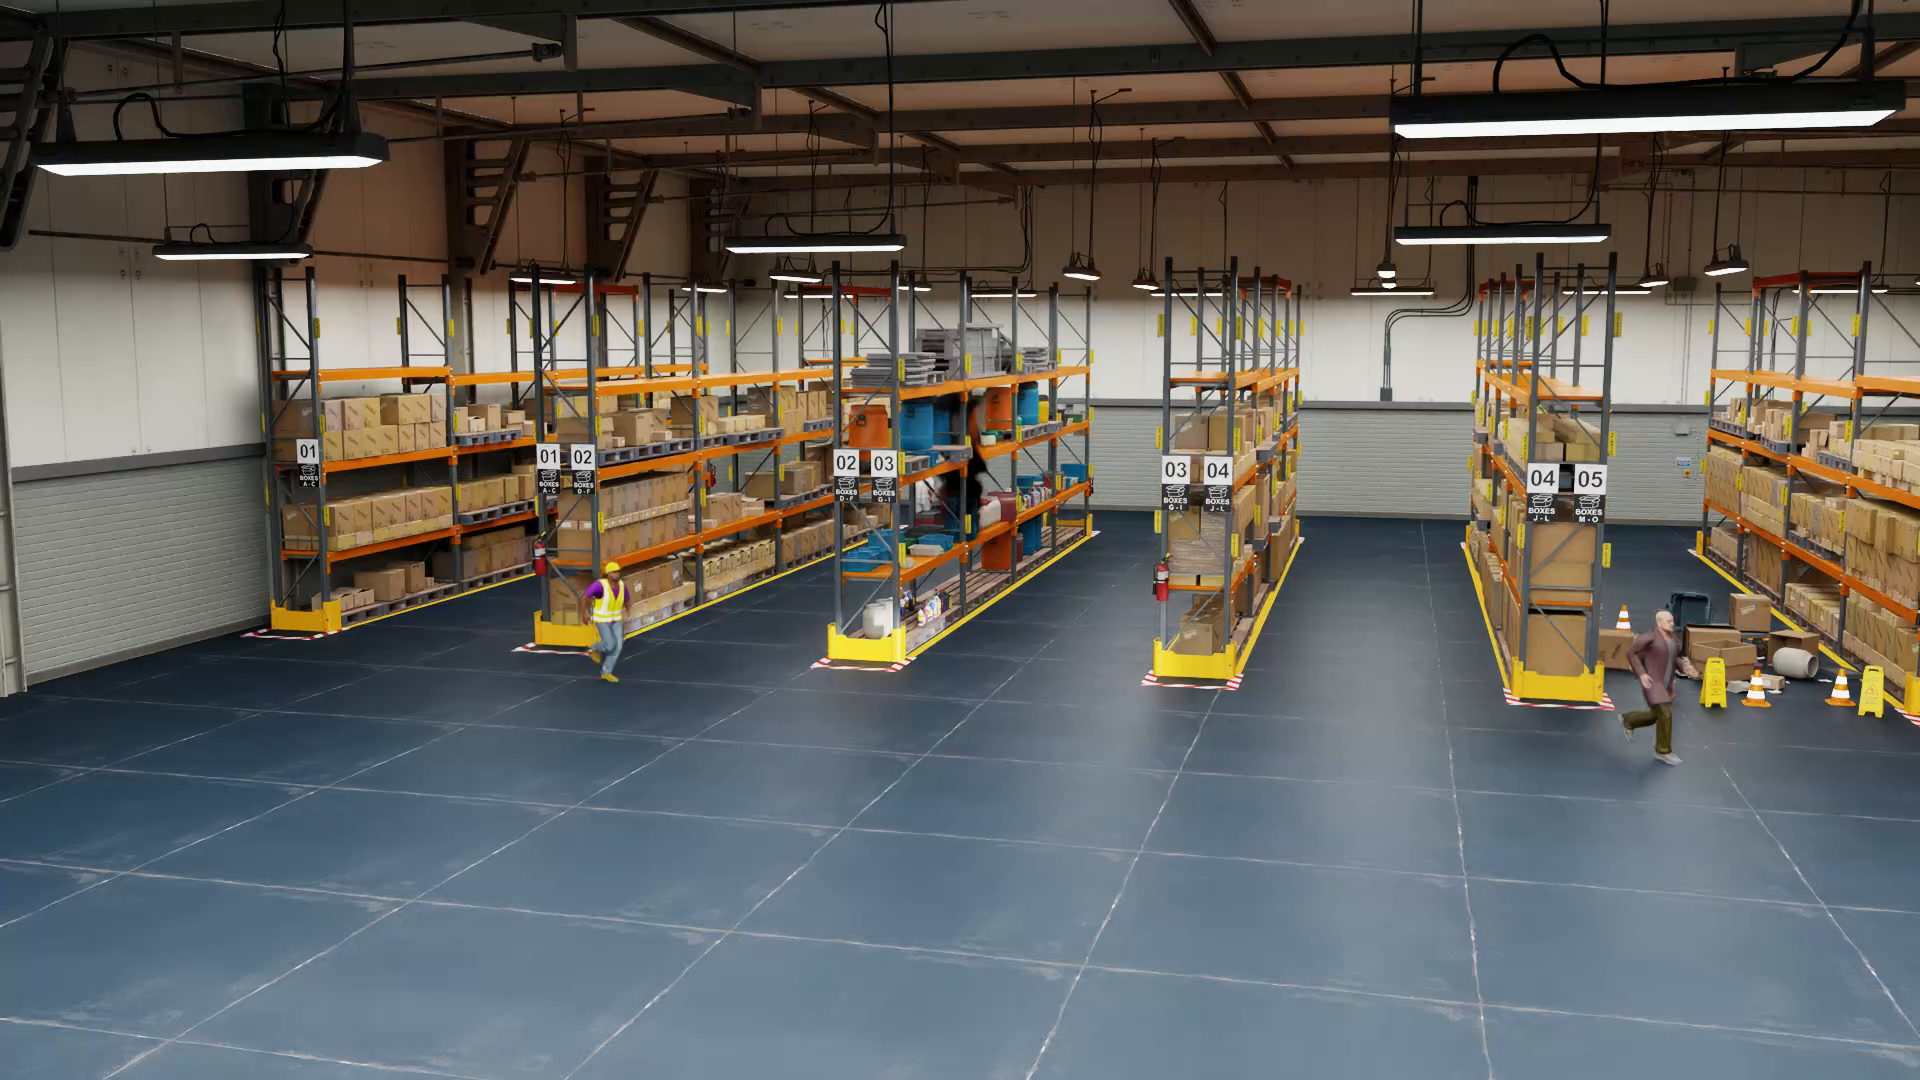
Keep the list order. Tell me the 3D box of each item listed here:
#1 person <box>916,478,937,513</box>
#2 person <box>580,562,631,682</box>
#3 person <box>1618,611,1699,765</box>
[{"bbox_3d":[-0.895,-0.919,39.987,0.665,1.746,0.578,1,7,10],"label":"person"},{"bbox_3d":[-5.037,1.163,23.775,0.744,1.714,0.688,-7,10,-44],"label":"person"},{"bbox_3d":[8.086,1.679,19.462,0.689,1.760,0.959,-4,8,-30],"label":"person"}]
